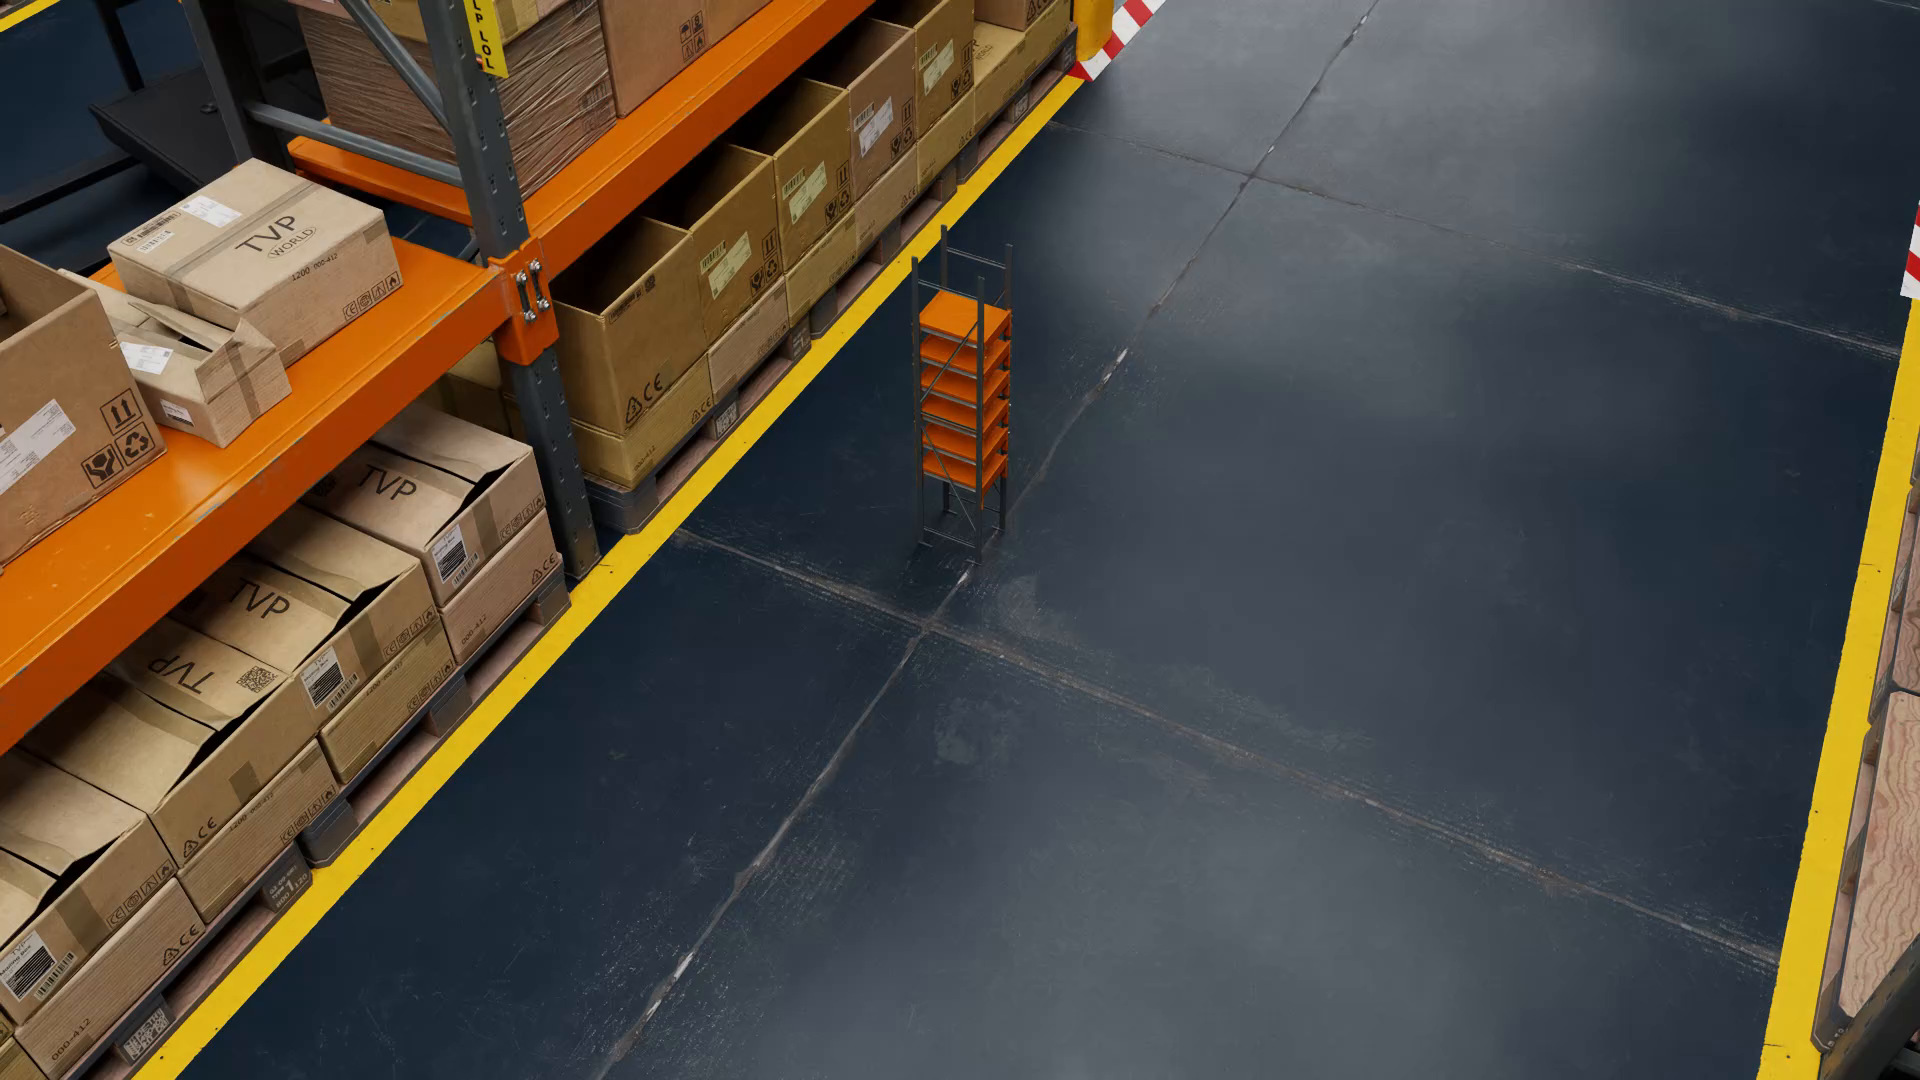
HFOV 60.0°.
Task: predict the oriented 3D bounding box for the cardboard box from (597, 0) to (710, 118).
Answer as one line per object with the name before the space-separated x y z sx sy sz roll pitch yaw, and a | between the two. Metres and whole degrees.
cardboard box | -1.255 -1.767 5.317 0.700 0.500 0.500 20 49 19

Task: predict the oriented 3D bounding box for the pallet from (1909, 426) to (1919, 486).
pallet | 4.108 -0.474 6.070 1.003 0.211 1.213 20 49 19

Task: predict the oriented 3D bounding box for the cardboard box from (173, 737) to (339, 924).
cardboard box | -2.103 0.701 4.586 0.500 0.250 0.500 21 49 20

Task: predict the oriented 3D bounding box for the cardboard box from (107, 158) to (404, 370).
cardboard box | -1.884 -0.738 4.476 0.500 0.250 0.500 23 50 21

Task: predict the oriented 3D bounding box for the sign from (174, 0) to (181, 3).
sign | -2.187 -1.630 4.588 0.100 0.325 0.005 20 49 19

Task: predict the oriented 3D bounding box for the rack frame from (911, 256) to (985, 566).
rack frame | -0.036 -0.373 5.275 0.240 1.200 0.006 20 49 19

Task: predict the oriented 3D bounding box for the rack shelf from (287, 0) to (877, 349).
rack shelf | -0.766 -2.122 6.245 1.077 0.370 4.000 20 49 19

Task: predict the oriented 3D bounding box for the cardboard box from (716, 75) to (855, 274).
cardboard box | -0.738 -1.379 6.115 0.500 0.500 0.500 20 49 19

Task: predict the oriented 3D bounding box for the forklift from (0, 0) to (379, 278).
forklift | -3.002 -2.627 6.285 1.130 2.935 3.031 33 54 28

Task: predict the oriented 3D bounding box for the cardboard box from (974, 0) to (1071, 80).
cardboard box | 0.175 -2.381 7.632 0.500 0.250 0.500 20 49 19

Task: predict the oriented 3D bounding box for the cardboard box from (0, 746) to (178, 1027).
cardboard box | -2.335 0.815 4.079 0.500 0.311 0.500 20 49 19

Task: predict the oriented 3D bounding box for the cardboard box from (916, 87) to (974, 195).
cardboard box | -0.277 -1.746 7.005 0.500 0.250 0.500 20 49 19

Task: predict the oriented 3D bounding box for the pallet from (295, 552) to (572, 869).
pallet | -2.002 0.342 5.264 1.003 0.211 1.213 20 49 19

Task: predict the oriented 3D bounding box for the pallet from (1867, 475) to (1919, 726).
pallet | 3.541 0.292 5.313 1.003 0.211 1.213 20 49 19

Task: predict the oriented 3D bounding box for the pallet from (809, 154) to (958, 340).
pallet | -0.723 -1.394 6.979 1.003 0.211 1.213 20 49 19

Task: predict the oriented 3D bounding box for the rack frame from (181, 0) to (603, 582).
rack frame | -1.694 -1.115 4.743 1.000 3.000 0.127 20 49 19

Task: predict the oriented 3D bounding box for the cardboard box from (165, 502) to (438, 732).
cardboard box | -1.864 0.186 4.701 0.500 0.311 0.500 22 49 20

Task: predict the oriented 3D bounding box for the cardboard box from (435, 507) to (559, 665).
cardboard box | -1.630 0.060 5.219 0.500 0.250 0.500 20 49 19

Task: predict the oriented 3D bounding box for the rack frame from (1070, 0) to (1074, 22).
rack frame | 0.163 -3.635 7.234 1.000 3.000 0.127 20 49 19

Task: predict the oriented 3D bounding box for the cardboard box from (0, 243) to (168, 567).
cardboard box | -2.310 -0.340 3.907 0.500 0.500 0.500 24 50 22

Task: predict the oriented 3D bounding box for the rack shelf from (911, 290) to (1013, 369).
rack shelf | 0.007 -0.653 5.108 0.258 0.103 0.180 20 49 19

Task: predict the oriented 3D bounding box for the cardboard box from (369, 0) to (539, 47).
cardboard box | -1.398 -1.484 4.581 0.380 0.149 0.250 20 49 19

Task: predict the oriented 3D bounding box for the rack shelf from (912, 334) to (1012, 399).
rack shelf | 0.007 -0.568 5.193 0.258 0.103 0.180 20 49 19

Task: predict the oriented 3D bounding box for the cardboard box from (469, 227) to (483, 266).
cardboard box | -1.430 -1.236 5.973 0.500 0.500 0.500 20 49 19

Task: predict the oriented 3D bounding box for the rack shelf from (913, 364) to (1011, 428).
rack shelf | 0.007 -0.484 5.279 0.258 0.103 0.180 20 49 19

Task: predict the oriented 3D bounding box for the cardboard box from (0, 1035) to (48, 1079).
cardboard box | -2.579 1.344 3.951 0.500 0.250 0.500 19 48 18

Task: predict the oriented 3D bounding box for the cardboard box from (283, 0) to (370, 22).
cardboard box | -1.758 -1.621 4.716 0.380 0.149 0.250 20 49 19

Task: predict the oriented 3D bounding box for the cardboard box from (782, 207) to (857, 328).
cardboard box | -0.737 -1.115 6.381 0.500 0.250 0.500 20 49 19

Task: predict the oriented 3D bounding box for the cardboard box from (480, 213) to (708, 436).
cardboard box | -1.202 -0.749 5.492 0.500 0.500 0.500 20 49 19

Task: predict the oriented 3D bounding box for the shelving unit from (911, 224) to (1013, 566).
shelving unit | 0.007 -0.431 5.332 0.258 1.200 0.189 20 49 19

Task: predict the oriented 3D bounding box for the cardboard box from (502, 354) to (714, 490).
cardboard box | -1.210 -0.489 5.762 0.500 0.250 0.500 20 49 19

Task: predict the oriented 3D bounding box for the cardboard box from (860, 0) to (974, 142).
cardboard box | -0.274 -2.009 6.737 0.500 0.500 0.500 20 49 19
